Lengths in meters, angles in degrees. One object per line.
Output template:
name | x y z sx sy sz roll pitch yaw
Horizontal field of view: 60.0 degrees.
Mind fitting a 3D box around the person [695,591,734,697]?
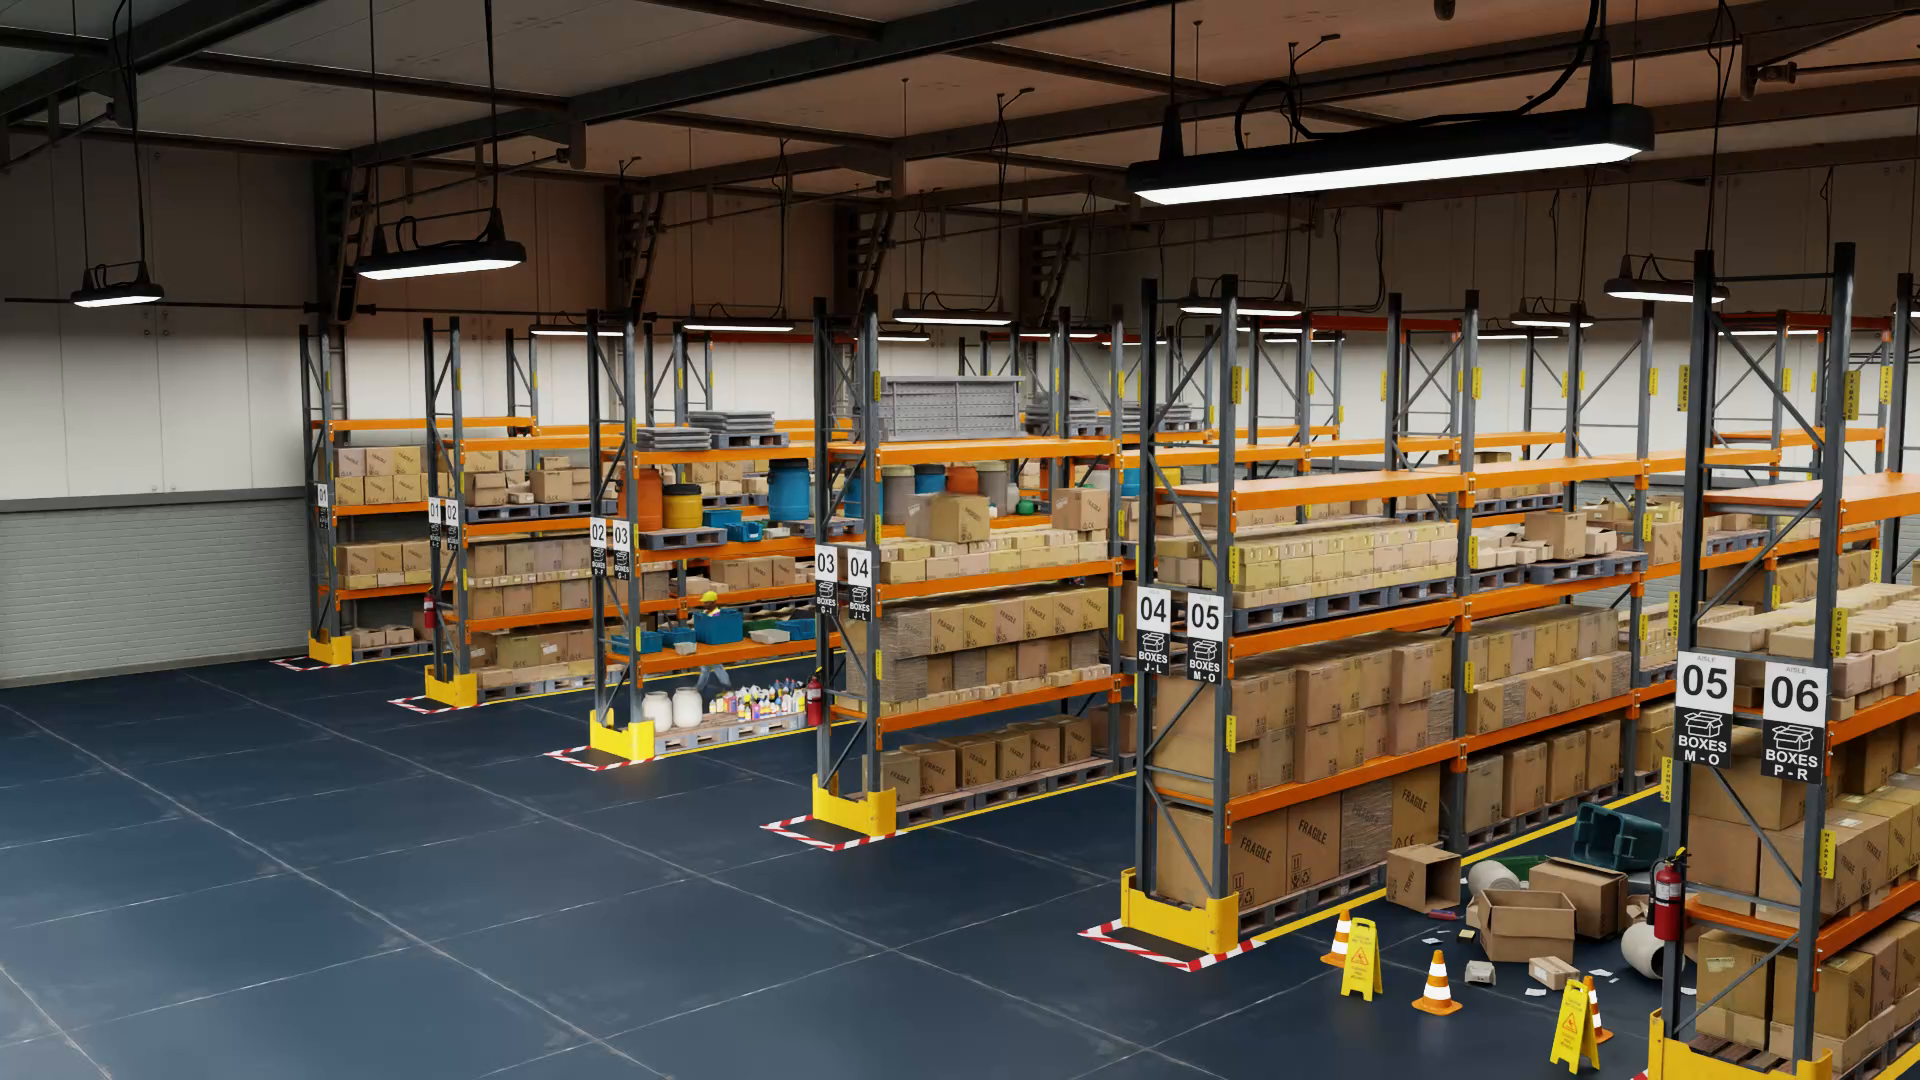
person | -3.985 1.663 26.075 0.950 1.734 0.630 -4 7 -33
